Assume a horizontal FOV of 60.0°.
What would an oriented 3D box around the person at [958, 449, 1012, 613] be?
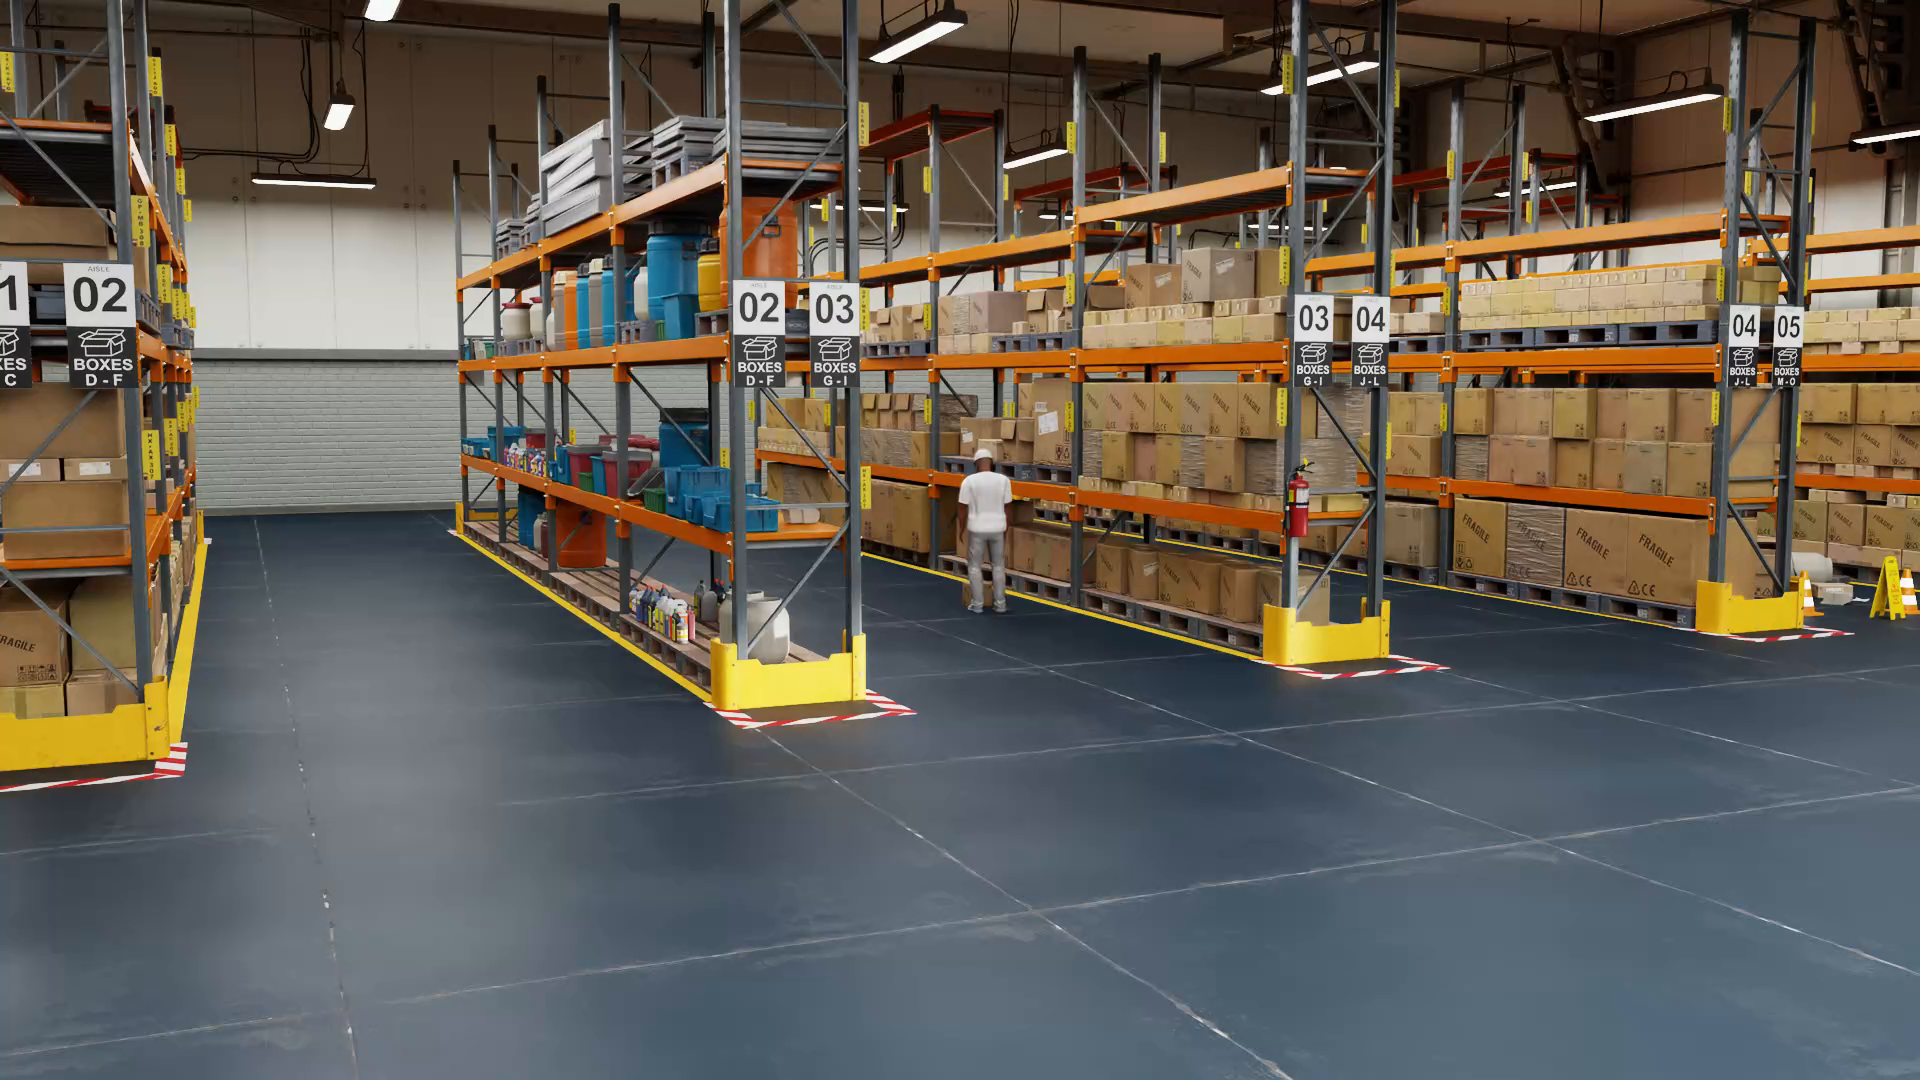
[{"bbox_3d":[0.261,-0.100,17.827,0.578,1.744,0.396,-1,5,-9],"label":"person"}]
